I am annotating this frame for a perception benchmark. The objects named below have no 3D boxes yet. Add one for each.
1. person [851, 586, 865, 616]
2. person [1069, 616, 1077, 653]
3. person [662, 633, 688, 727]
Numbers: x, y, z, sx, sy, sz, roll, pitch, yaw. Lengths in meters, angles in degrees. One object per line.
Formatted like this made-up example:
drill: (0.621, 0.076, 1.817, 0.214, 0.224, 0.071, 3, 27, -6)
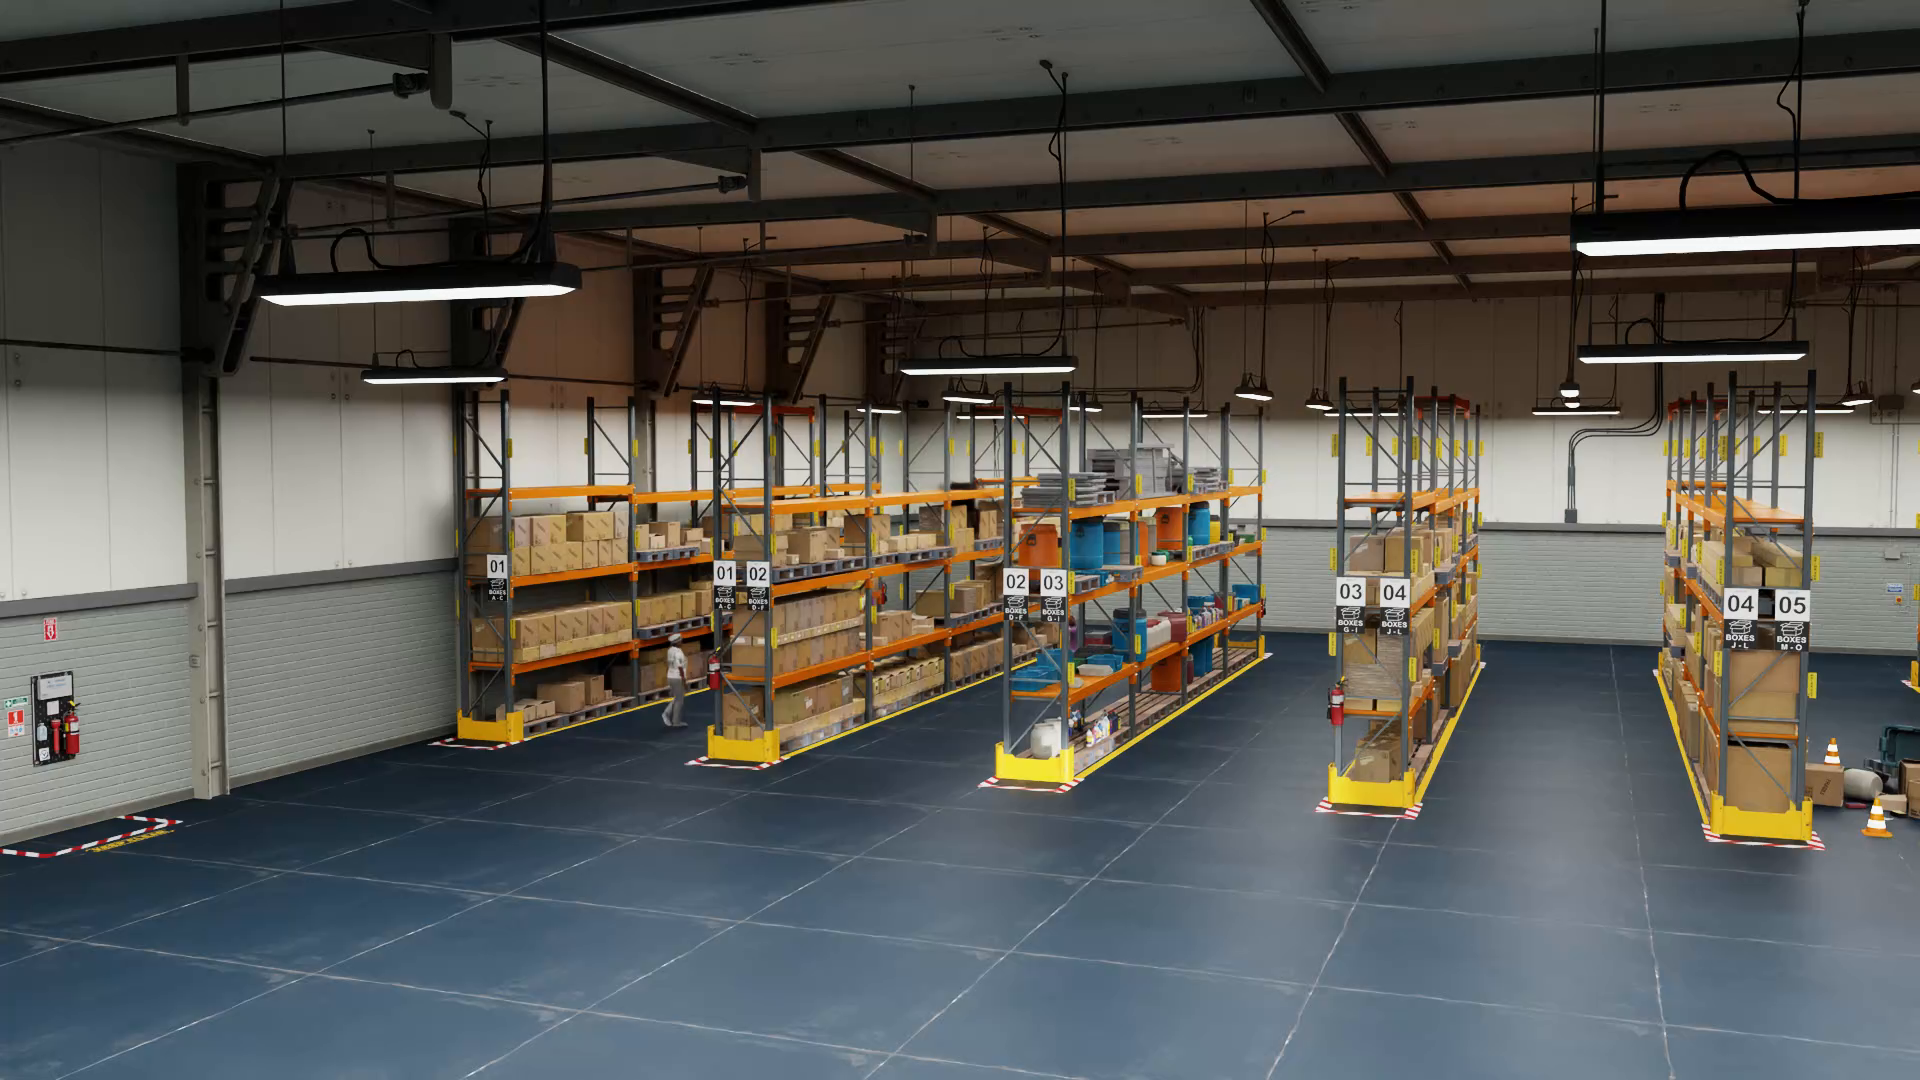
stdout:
person: (-2.349, 1.937, 37.455, 0.739, 1.802, 0.847, 1, 3, 24)
person: (2.146, 2.273, 32.540, 0.360, 1.605, 0.466, 1, 3, 18)
person: (-5.082, 2.505, 29.765, 0.466, 1.686, 0.459, -2, 4, -36)
